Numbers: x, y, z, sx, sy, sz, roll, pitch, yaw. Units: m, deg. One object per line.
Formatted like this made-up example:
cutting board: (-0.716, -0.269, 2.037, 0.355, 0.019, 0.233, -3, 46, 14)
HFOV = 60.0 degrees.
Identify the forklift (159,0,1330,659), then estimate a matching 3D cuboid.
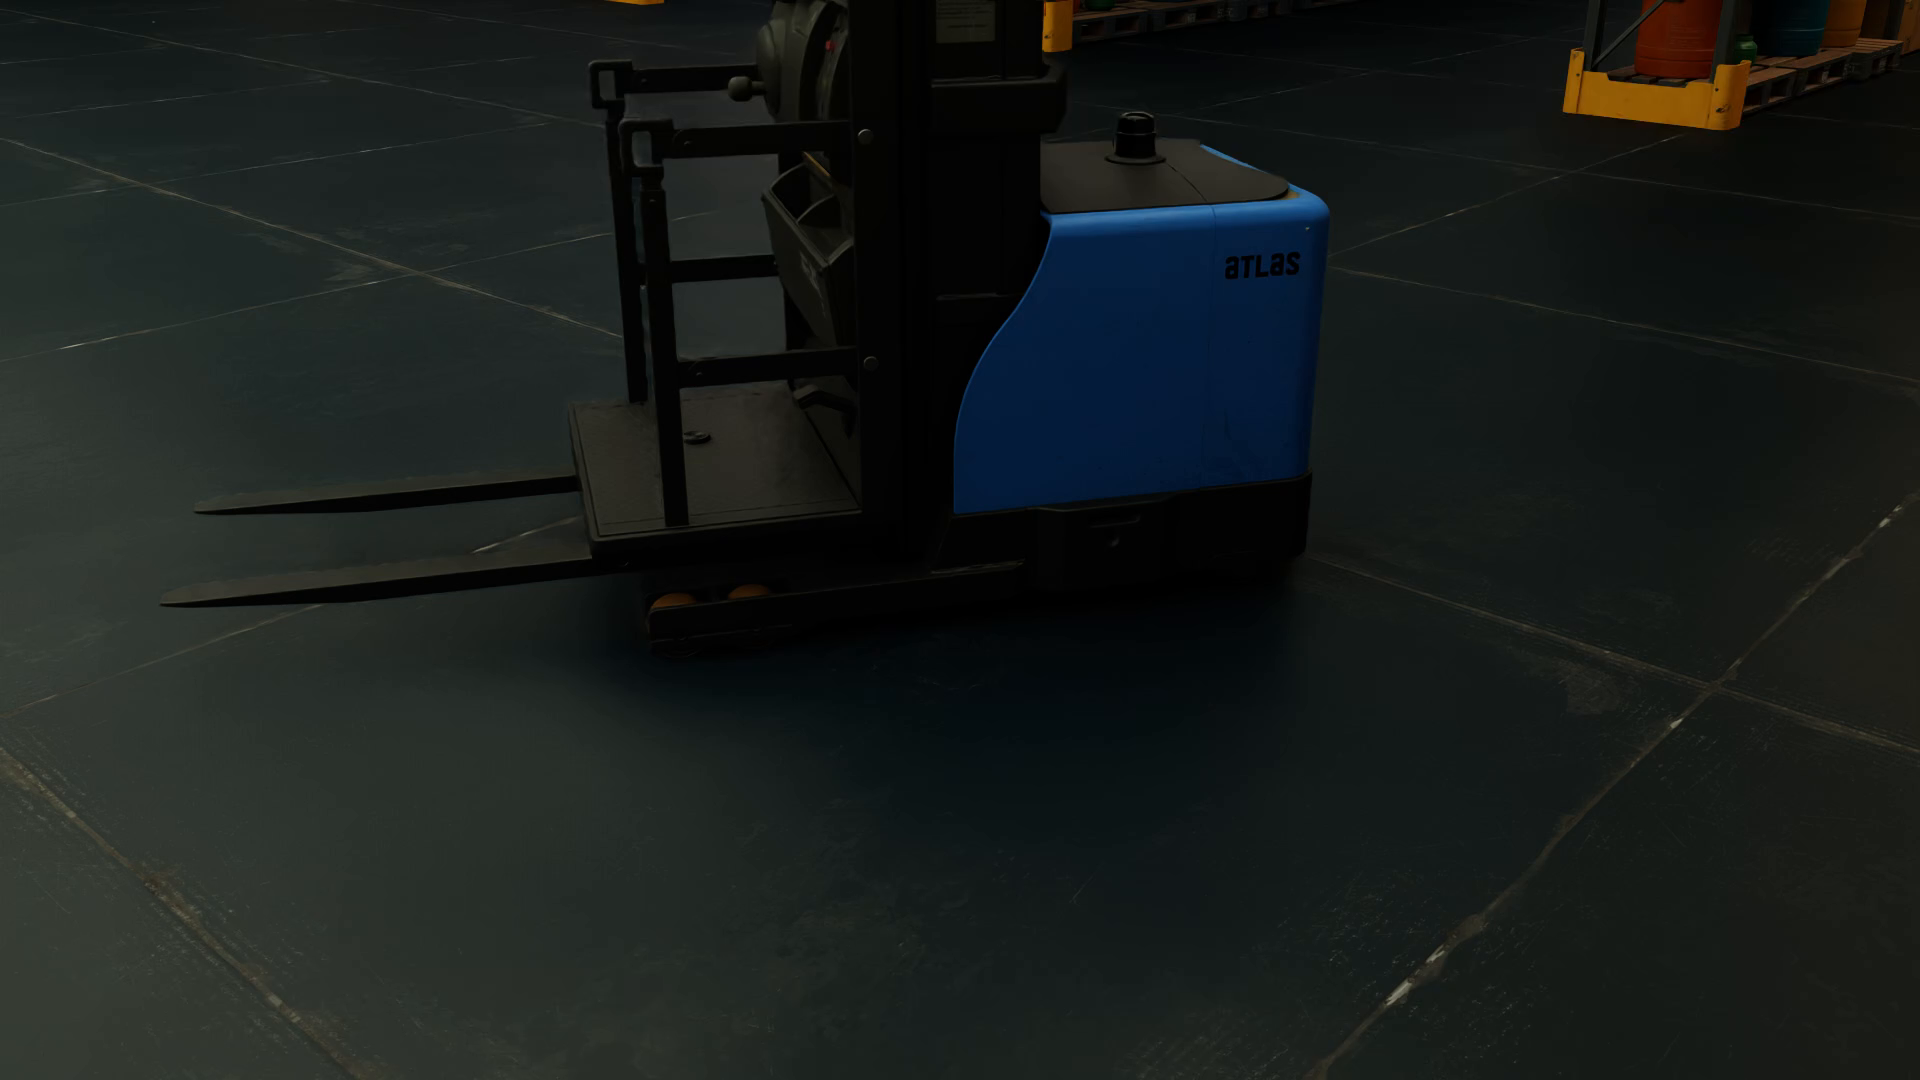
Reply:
forklift: (-0.588, -1.272, 4.229, 3.031, 2.935, 1.130, -6, 24, -14)
